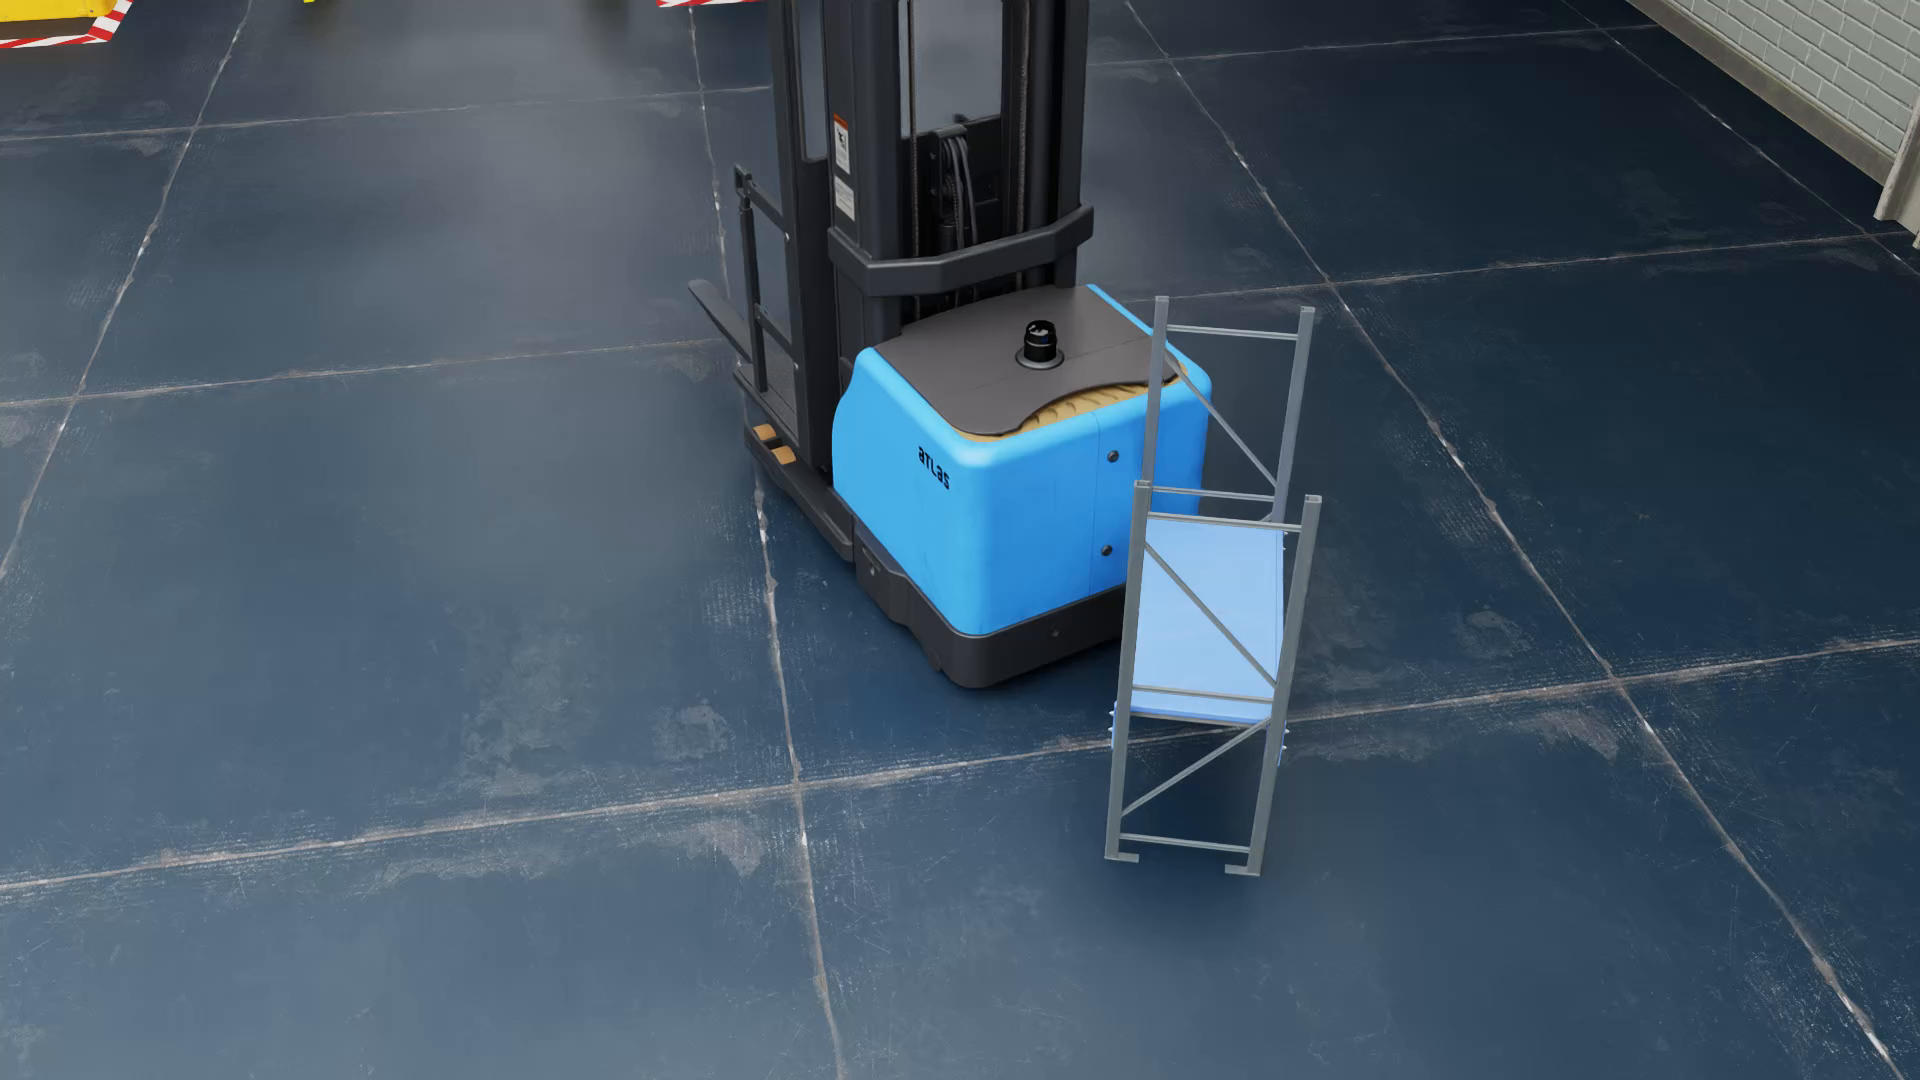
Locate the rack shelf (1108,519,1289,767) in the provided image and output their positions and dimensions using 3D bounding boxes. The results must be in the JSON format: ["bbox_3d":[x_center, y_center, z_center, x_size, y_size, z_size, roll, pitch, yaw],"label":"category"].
[{"bbox_3d":[0.795,0.294,5.442,0.538,0.185,1.000,5,38,7],"label":"rack shelf"}]

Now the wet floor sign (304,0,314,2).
[{"bbox_3d":[-4.471,-4.083,11.480,0.267,0.644,0.232,-13,40,-16],"label":"wet floor sign"}]

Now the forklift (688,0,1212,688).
[{"bbox_3d":[-0.271,-1.513,6.309,1.130,2.935,3.031,-19,42,-23],"label":"forklift"}]

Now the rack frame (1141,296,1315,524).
[{"bbox_3d":[0.871,-0.156,5.728,0.500,1.500,0.032,5,38,7],"label":"rack frame"}]

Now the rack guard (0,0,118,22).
[{"bbox_3d":[-6.421,-3.816,11.254,1.175,0.500,0.348,-6,38,-8],"label":"rack guard"}]

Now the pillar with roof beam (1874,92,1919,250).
[{"bbox_3d":[0.896,-4.746,5.524,9.100,9.000,0.400,-6,38,-8],"label":"pillar with roof beam"}]

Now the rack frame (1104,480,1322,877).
[{"bbox_3d":[0.719,0.461,4.934,0.500,1.500,0.032,5,38,7],"label":"rack frame"}]

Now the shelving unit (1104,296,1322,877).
[{"bbox_3d":[0.795,0.152,5.331,0.538,1.500,1.048,5,38,7],"label":"shelving unit"}]
